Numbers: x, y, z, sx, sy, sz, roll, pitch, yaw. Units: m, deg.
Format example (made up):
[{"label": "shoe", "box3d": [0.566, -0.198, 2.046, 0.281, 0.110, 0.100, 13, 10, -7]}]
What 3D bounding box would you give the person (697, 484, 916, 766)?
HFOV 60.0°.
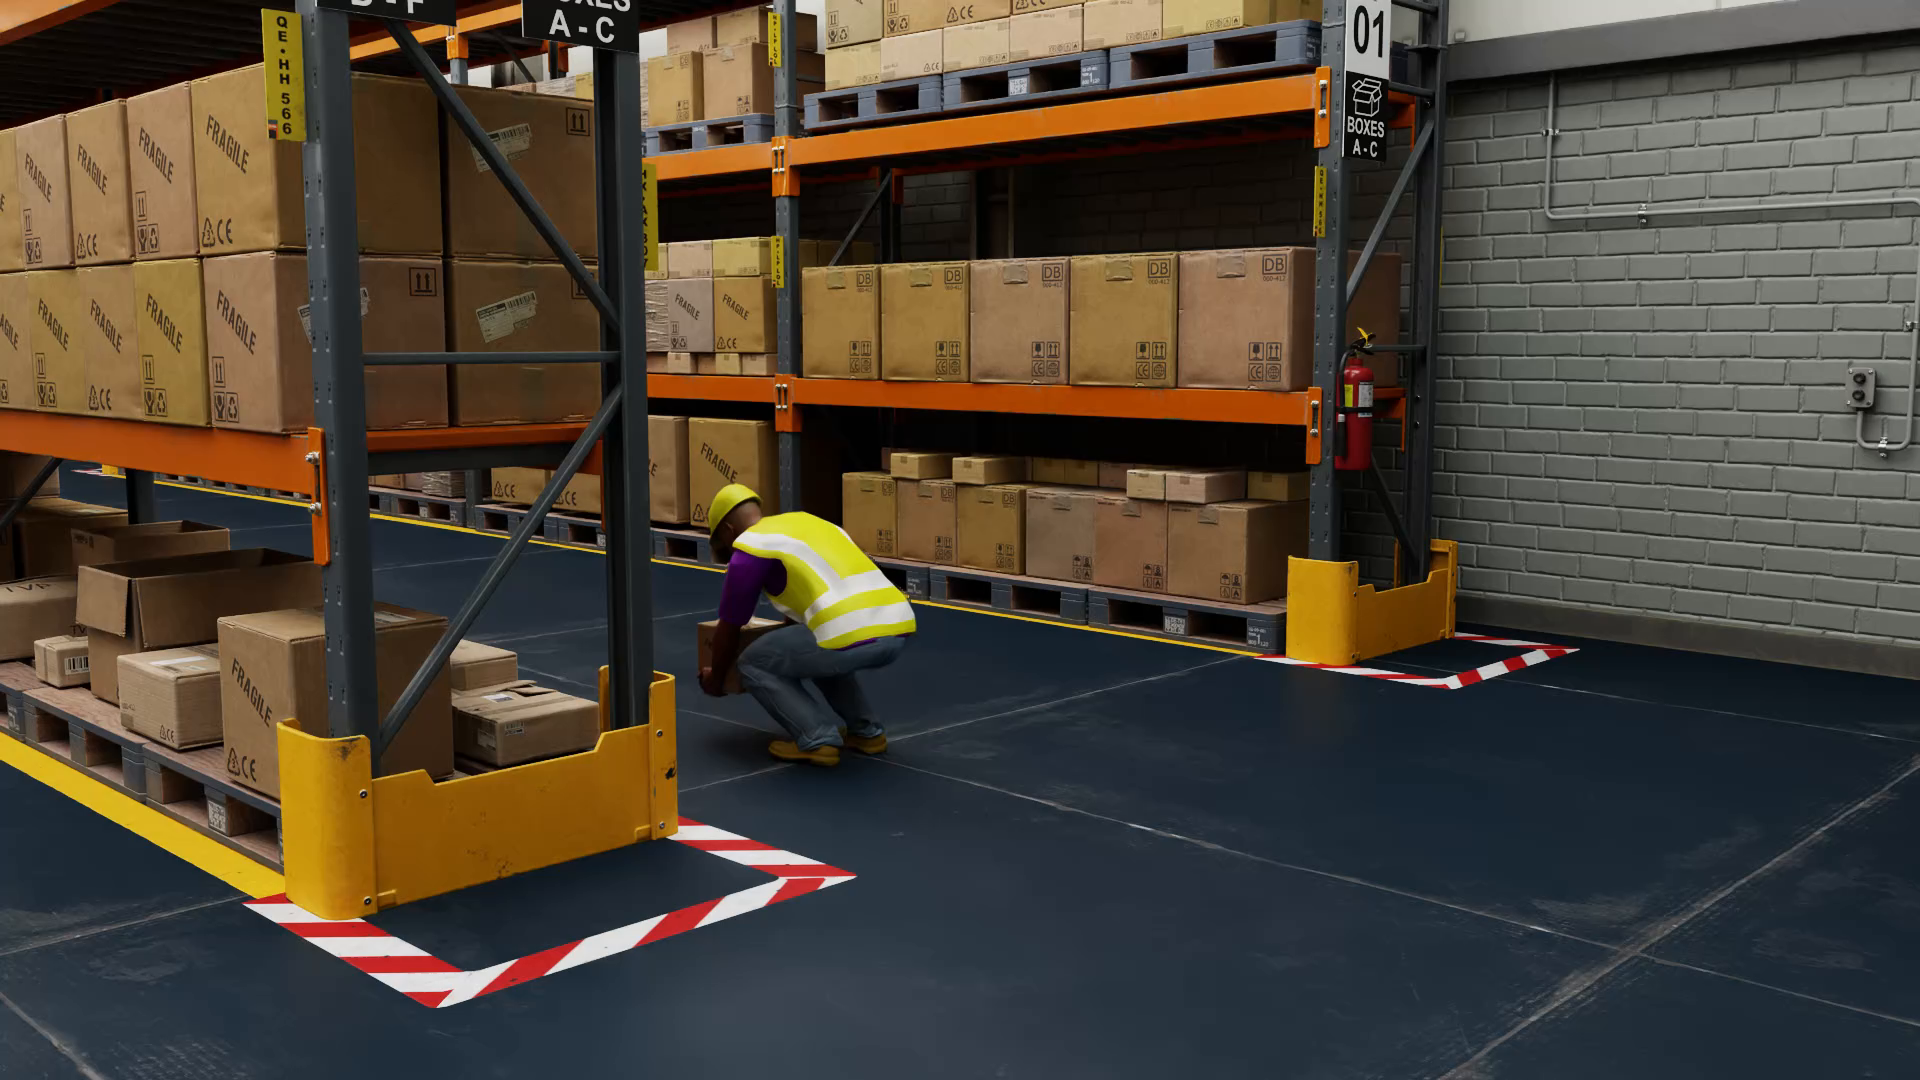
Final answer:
[{"label": "person", "box3d": [-0.623, 0.306, 6.303, 0.912, 1.011, 0.542, 5, 9, 38]}]
